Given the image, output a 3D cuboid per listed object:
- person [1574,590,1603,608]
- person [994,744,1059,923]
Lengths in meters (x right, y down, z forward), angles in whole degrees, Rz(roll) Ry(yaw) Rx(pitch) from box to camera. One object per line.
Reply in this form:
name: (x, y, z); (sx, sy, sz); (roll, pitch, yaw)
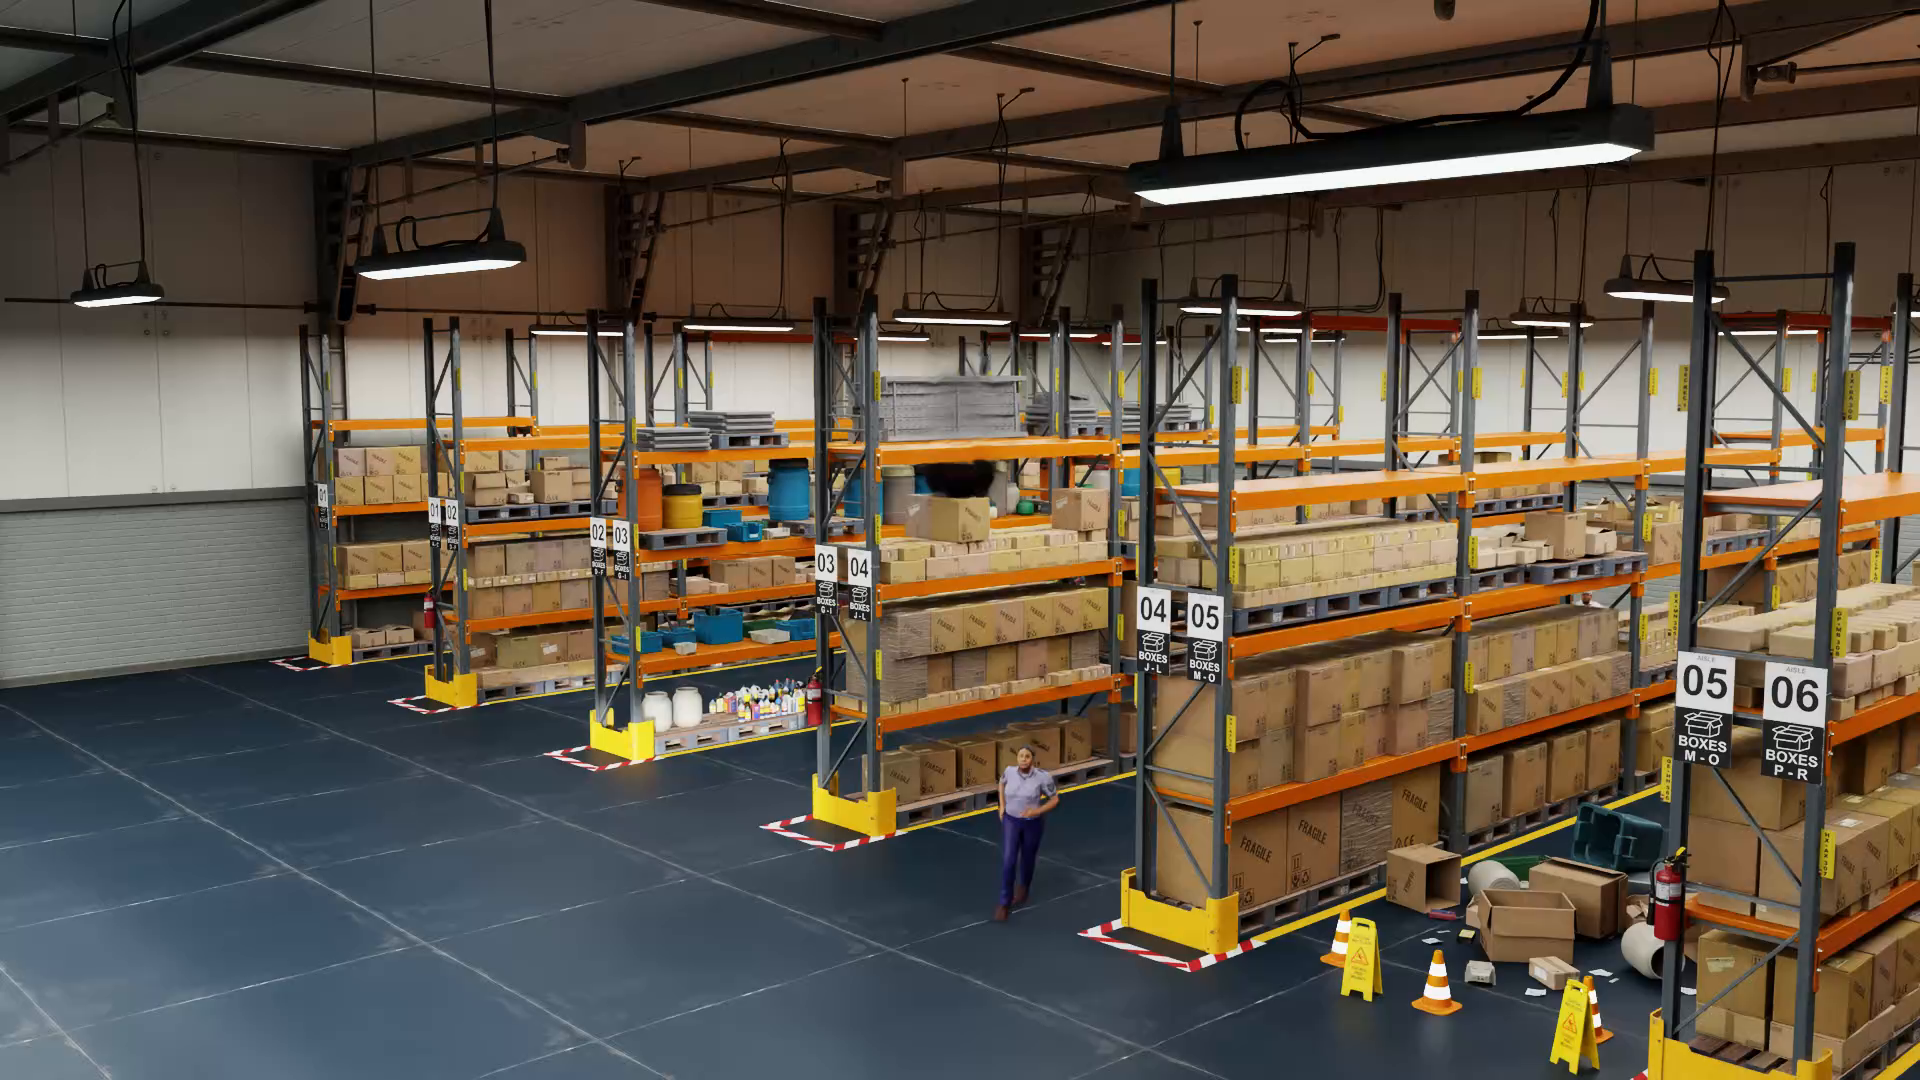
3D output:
person: (10.259, 1.592, 27.322); (0.585, 1.633, 0.571); (5, 8, 43)
person: (0.655, 2.761, 15.914); (0.606, 1.700, 0.782); (1, 6, 10)
